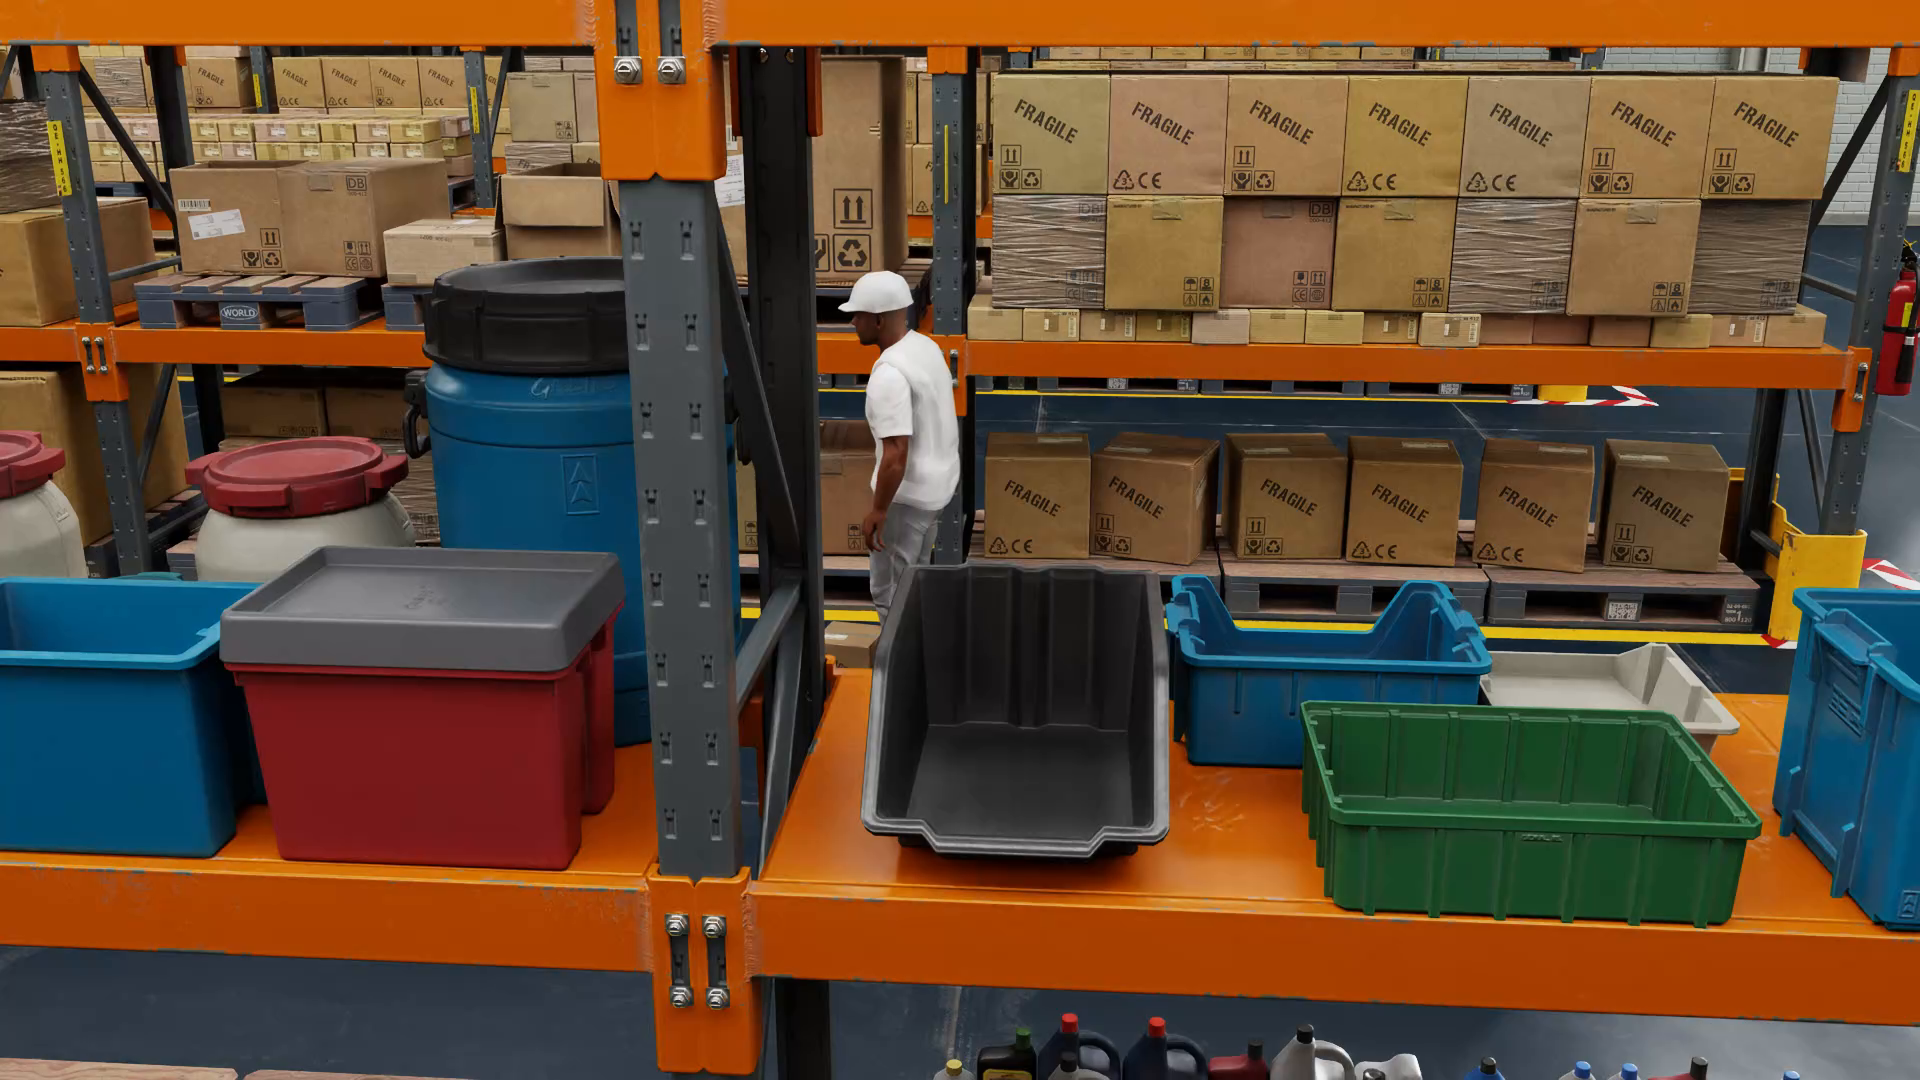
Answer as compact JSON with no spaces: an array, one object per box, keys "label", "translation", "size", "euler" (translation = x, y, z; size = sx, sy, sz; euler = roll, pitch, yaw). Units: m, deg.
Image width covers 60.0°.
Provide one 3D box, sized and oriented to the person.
[{"label":"person","translation":[-0.239,-0.192,6.633],"size":[0.455,1.760,0.635],"euler":[4,18,14]}]
